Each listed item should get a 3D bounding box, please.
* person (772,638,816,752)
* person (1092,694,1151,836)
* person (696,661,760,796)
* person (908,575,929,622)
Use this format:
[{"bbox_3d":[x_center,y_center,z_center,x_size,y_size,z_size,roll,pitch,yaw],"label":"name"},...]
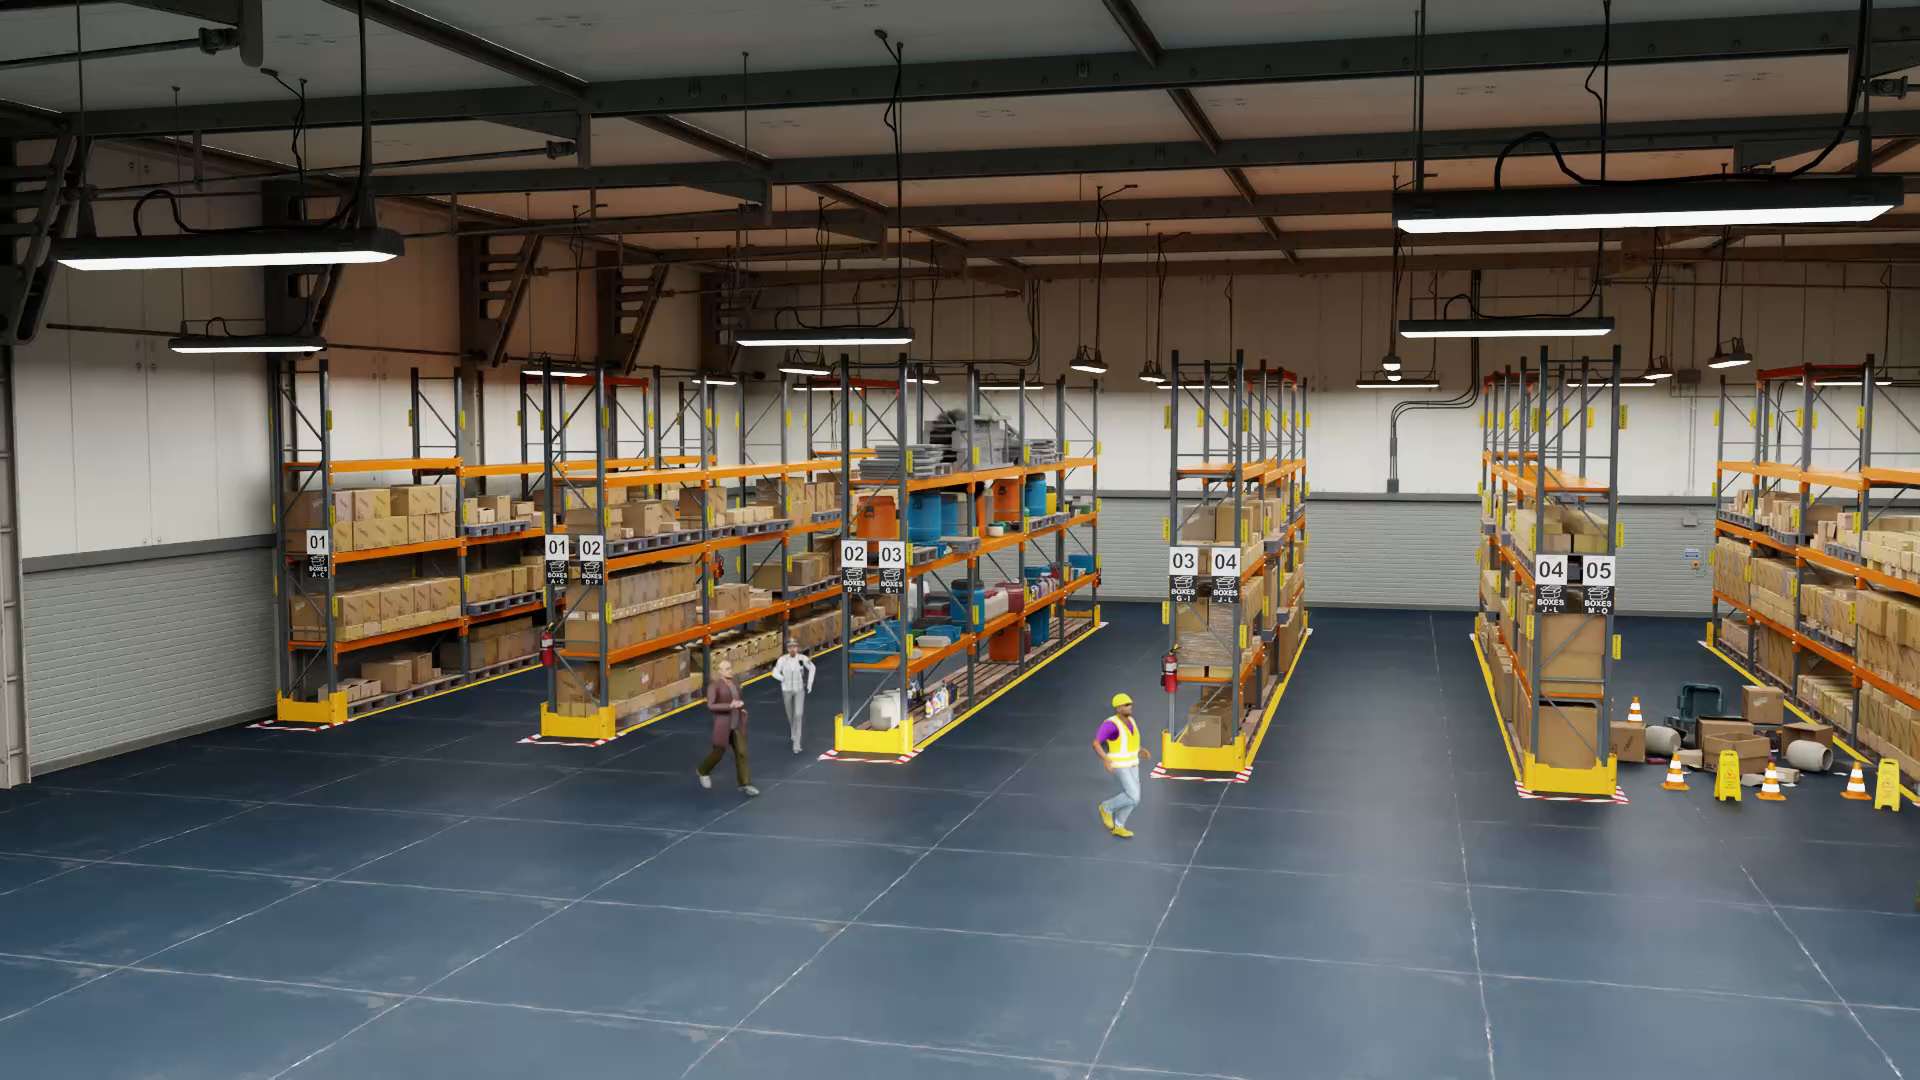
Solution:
[{"bbox_3d":[-2.551,2.333,25.499,0.645,1.715,0.900,0,4,2],"label":"person"},{"bbox_3d":[1.981,2.705,19.966,0.576,1.720,0.698,3,5,40],"label":"person"},{"bbox_3d":[-3.109,2.485,22.201,1.075,1.756,0.704,4,6,43],"label":"person"},{"bbox_3d":[-1.000,1.490,36.672,0.669,1.787,0.807,0,4,4],"label":"person"}]
